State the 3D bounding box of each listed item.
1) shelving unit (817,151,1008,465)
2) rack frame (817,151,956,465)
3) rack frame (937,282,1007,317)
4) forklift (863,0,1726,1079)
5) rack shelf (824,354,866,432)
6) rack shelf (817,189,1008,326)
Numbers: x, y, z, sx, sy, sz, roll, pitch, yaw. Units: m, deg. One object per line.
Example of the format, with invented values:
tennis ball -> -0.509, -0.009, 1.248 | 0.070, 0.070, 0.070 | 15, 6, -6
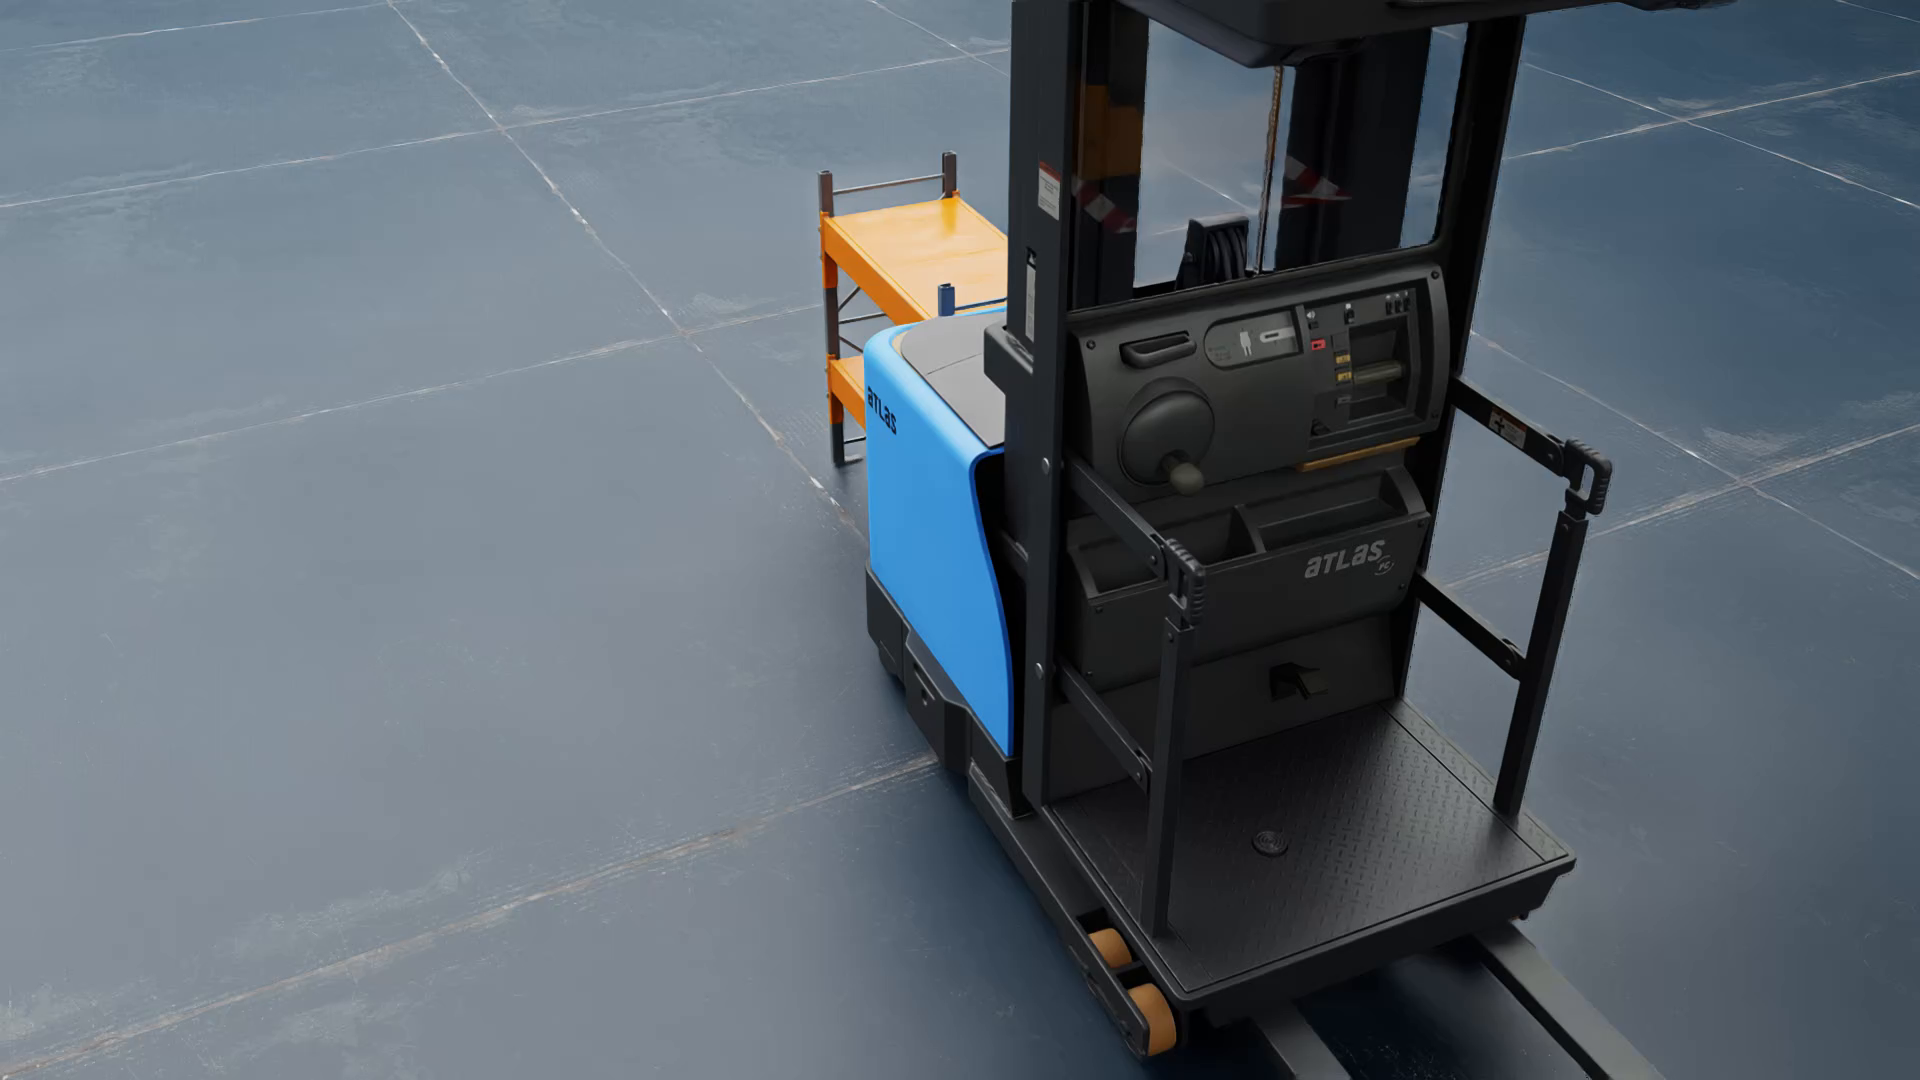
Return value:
shelving unit -> -0.039, -0.564, 5.588 | 0.538, 1.125, 1.048 | -14, 35, -20
rack frame -> -0.247, -0.814, 5.979 | 0.500, 1.125, 0.032 | -14, 35, -20
rack frame -> 0.168, -0.314, 5.197 | 0.500, 1.125, 0.032 | -14, 35, -20
forklift -> 0.774, -0.300, 3.501 | 1.130, 2.935, 3.031 | -14, 35, -20
rack shelf -> -0.039, -0.358, 5.720 | 0.538, 0.278, 1.000 | -14, 35, -20
rack shelf -> -0.039, -0.811, 5.430 | 0.538, 0.278, 1.000 | -14, 35, -20
